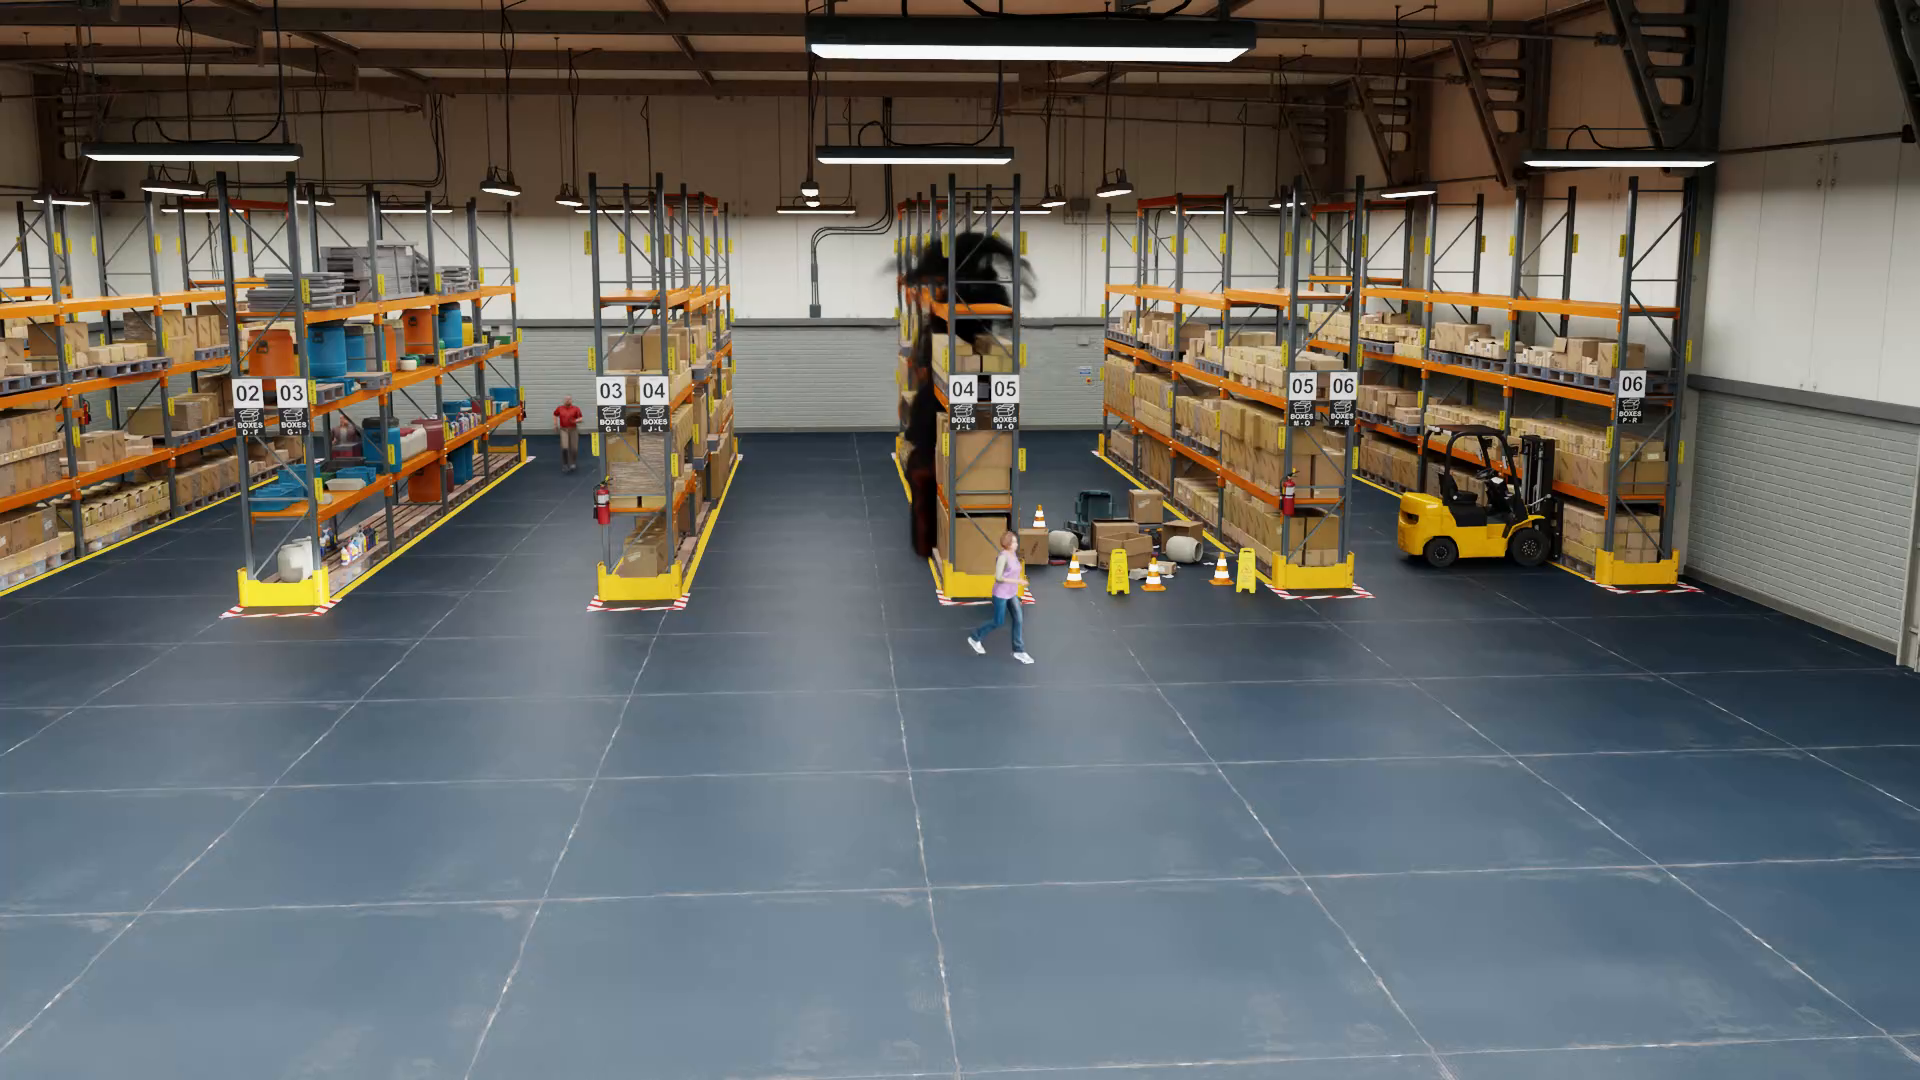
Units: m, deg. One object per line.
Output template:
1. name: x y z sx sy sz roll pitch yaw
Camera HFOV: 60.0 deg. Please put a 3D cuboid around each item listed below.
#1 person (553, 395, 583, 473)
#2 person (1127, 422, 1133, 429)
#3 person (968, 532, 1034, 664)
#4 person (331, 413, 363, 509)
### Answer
1. person: -8.761 -2.365 37.228 0.640 1.764 0.722 -3 10 -16
2. person: 4.388 -3.145 41.598 0.685 1.751 0.716 10 14 44
3. person: 0.499 0.685 20.230 0.855 1.605 0.516 5 11 28
4. person: -11.923 -1.560 32.282 0.698 1.784 0.970 -1 10 -7
